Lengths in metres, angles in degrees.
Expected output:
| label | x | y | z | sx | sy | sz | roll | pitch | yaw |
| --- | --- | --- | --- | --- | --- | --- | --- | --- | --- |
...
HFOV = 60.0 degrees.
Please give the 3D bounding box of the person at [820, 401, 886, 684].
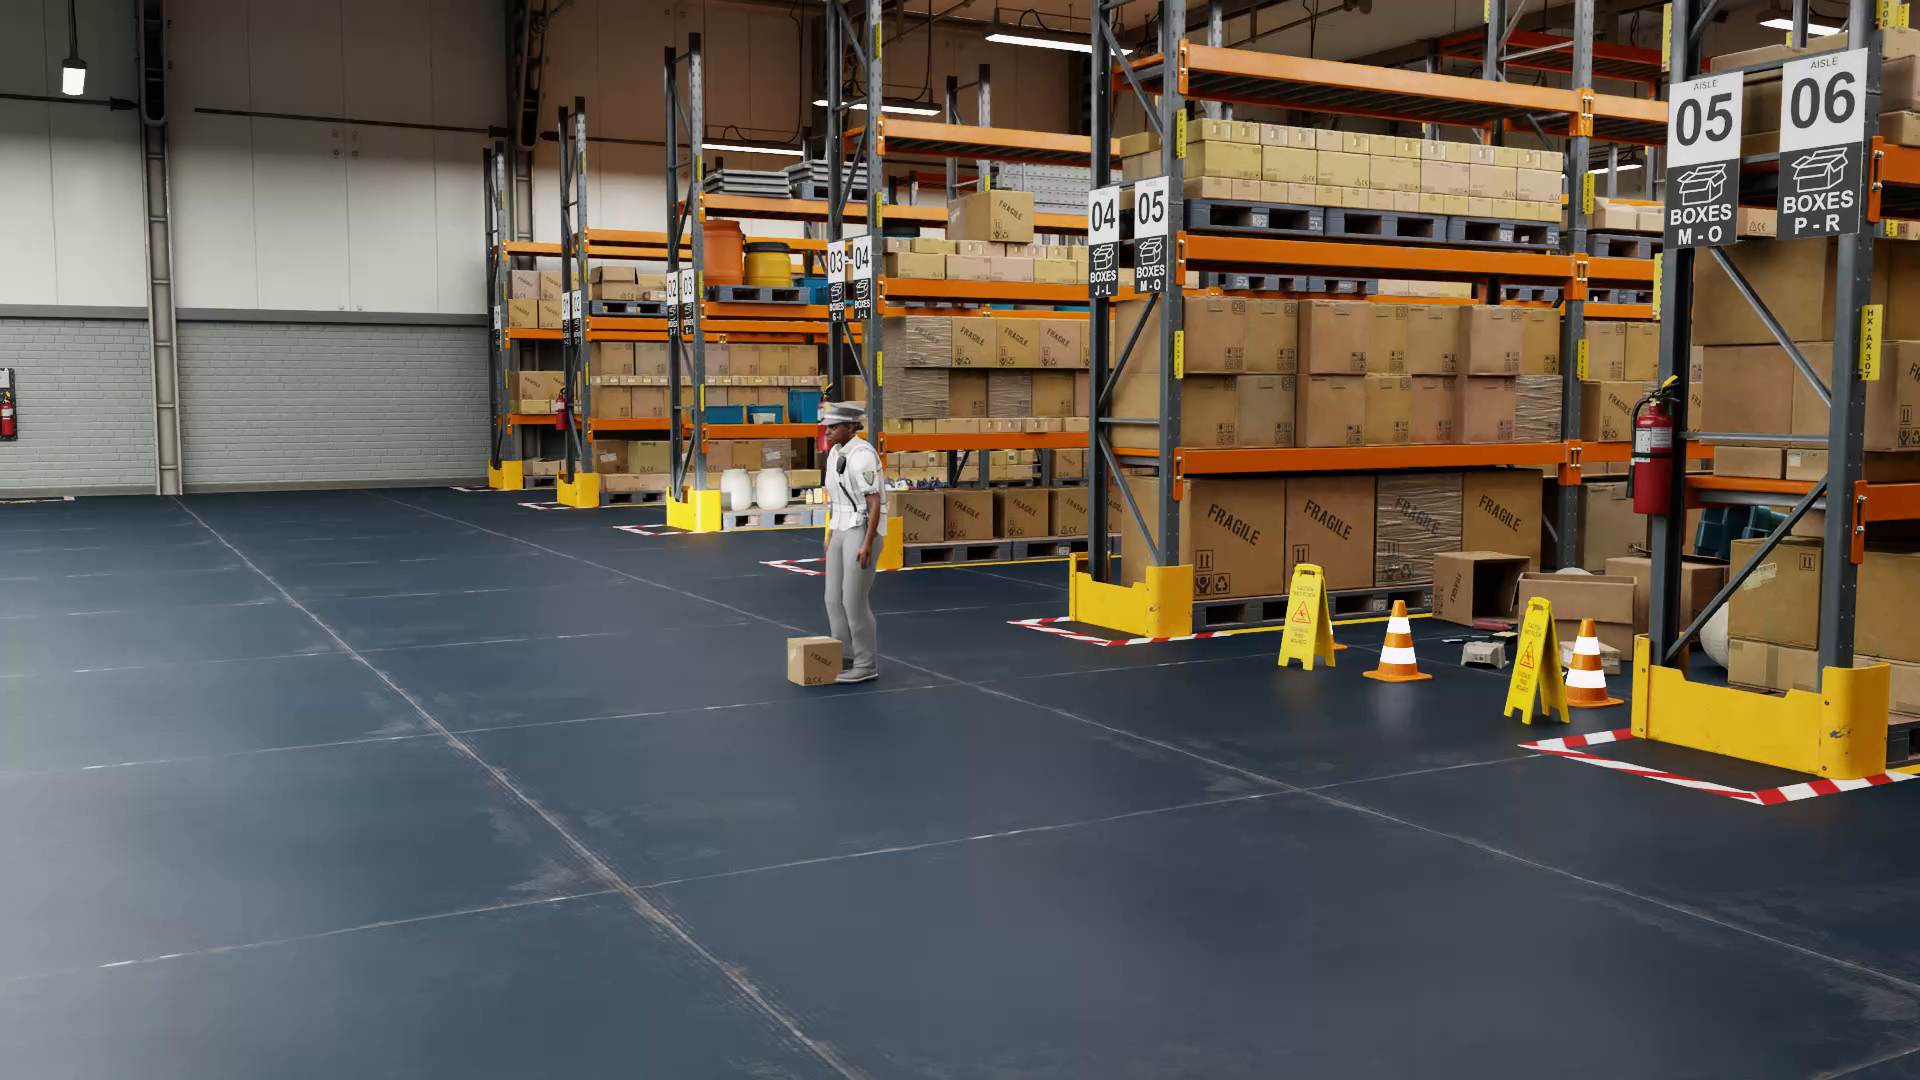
| label | x | y | z | sx | sy | sz | roll | pitch | yaw |
| --- | --- | --- | --- | --- | --- | --- | --- | --- | --- |
| person | -0.662 | 0.004 | 9.936 | 0.392 | 1.663 | 0.528 | -3 | 6 | -31 |
